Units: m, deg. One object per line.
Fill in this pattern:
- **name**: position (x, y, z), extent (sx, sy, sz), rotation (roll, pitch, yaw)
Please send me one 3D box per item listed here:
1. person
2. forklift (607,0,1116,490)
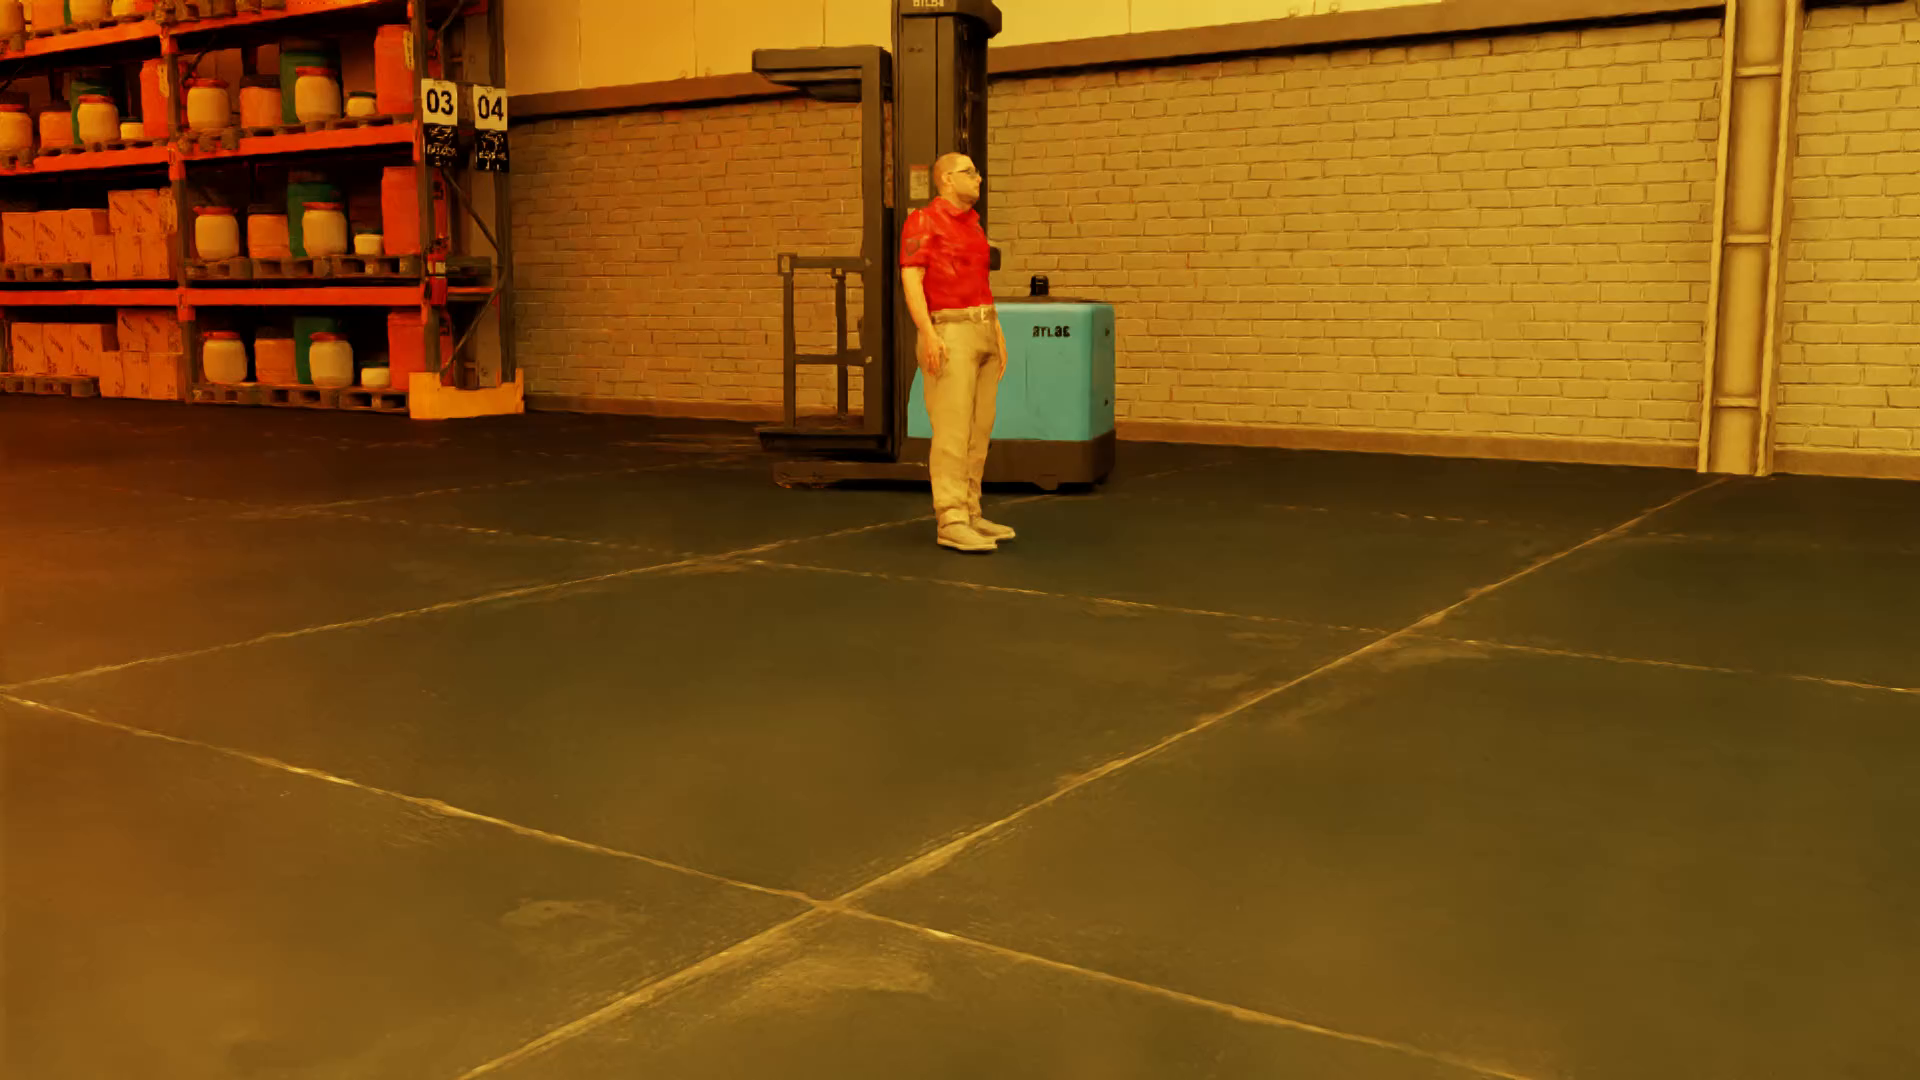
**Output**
- **person**: position (0.068, -0.855, 7.421), extent (0.550, 1.726, 0.640), rotation (5, 10, 34)
- **forklift**: position (-0.615, -1.817, 9.973), extent (3.031, 2.935, 1.130), rotation (2, 8, 14)
